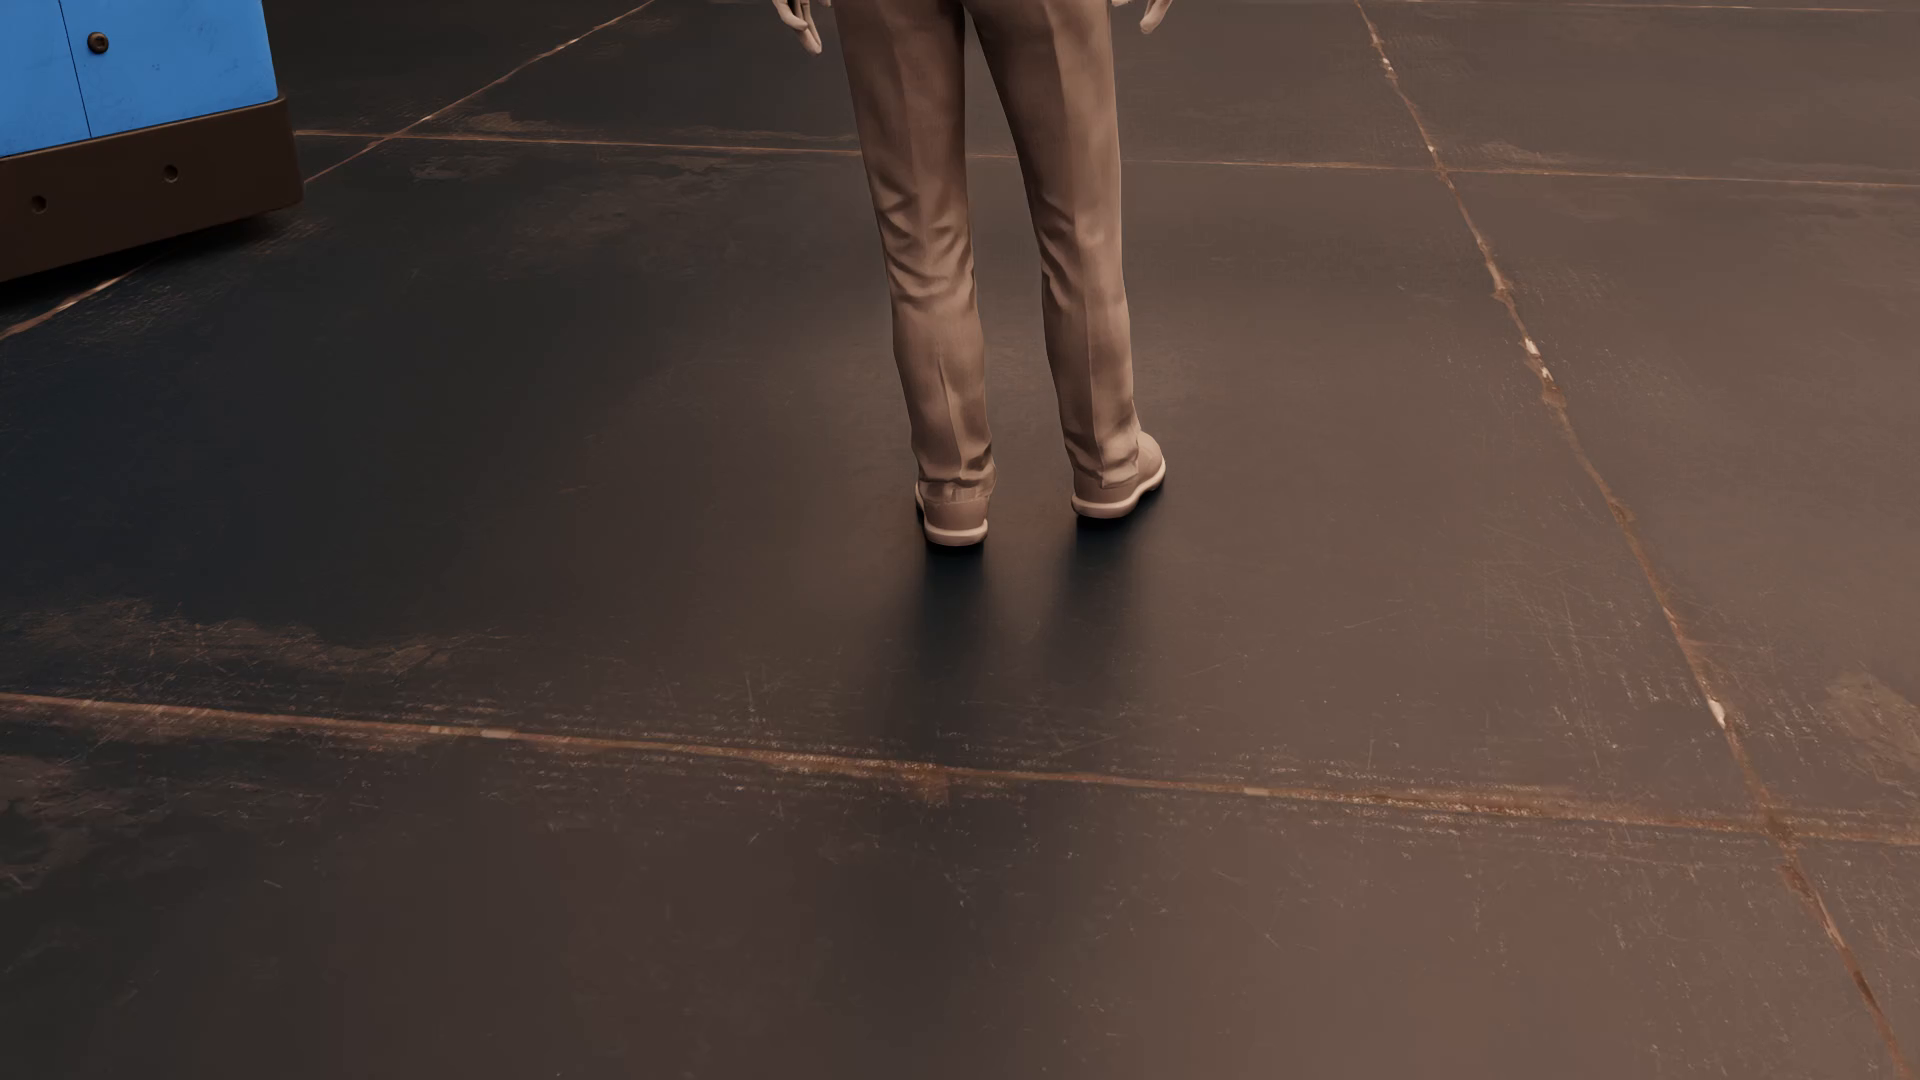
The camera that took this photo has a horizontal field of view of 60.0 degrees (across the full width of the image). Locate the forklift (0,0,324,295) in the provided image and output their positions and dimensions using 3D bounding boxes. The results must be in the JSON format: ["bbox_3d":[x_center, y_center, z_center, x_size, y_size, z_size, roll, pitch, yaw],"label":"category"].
[{"bbox_3d":[-3.018,-2.220,3.666,3.031,2.935,1.130,16,31,29],"label":"forklift"}]

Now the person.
[{"bbox_3d":[0.015,-0.794,2.178,0.588,1.696,0.531,3,27,7],"label":"person"}]
